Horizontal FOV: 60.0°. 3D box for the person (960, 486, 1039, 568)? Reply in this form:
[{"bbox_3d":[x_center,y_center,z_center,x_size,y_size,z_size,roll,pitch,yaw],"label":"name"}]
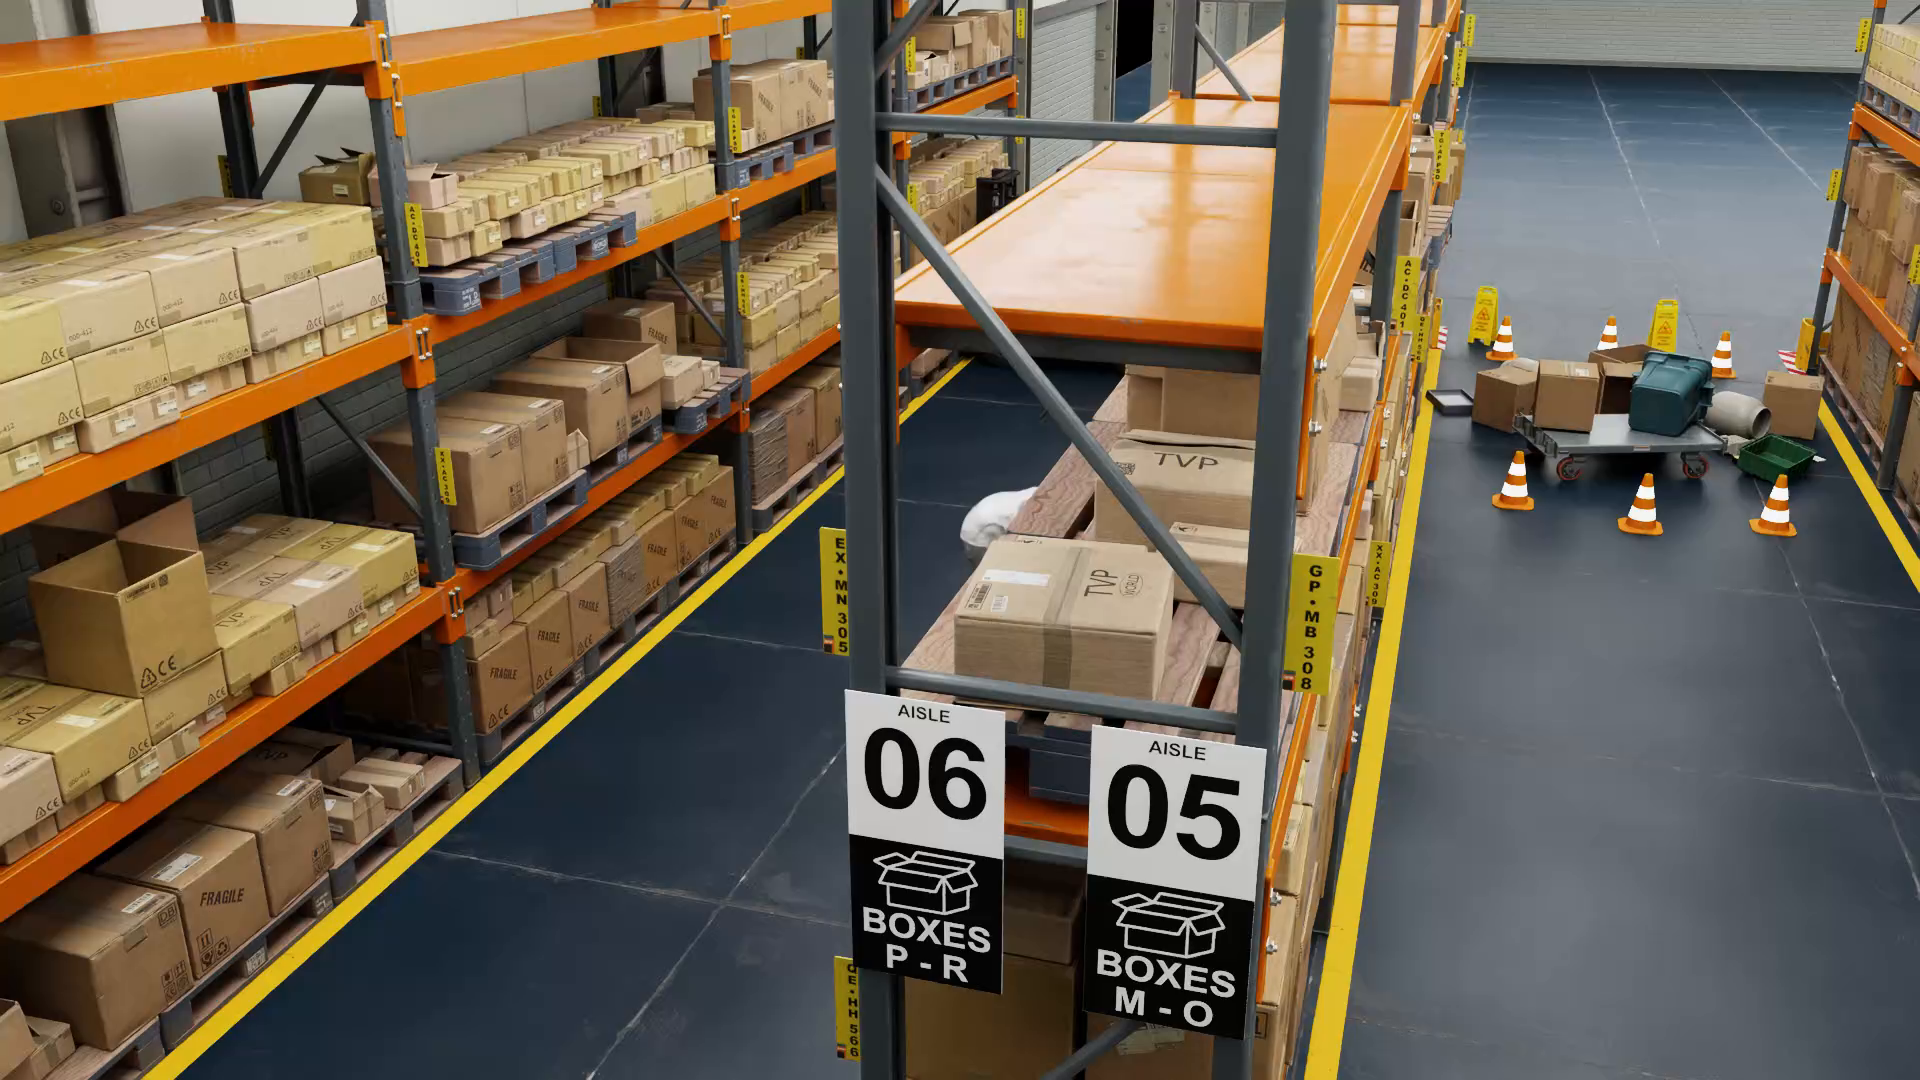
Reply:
[{"bbox_3d":[0.487,0.189,11.193,0.959,1.321,0.462,6,23,14],"label":"person"}]
